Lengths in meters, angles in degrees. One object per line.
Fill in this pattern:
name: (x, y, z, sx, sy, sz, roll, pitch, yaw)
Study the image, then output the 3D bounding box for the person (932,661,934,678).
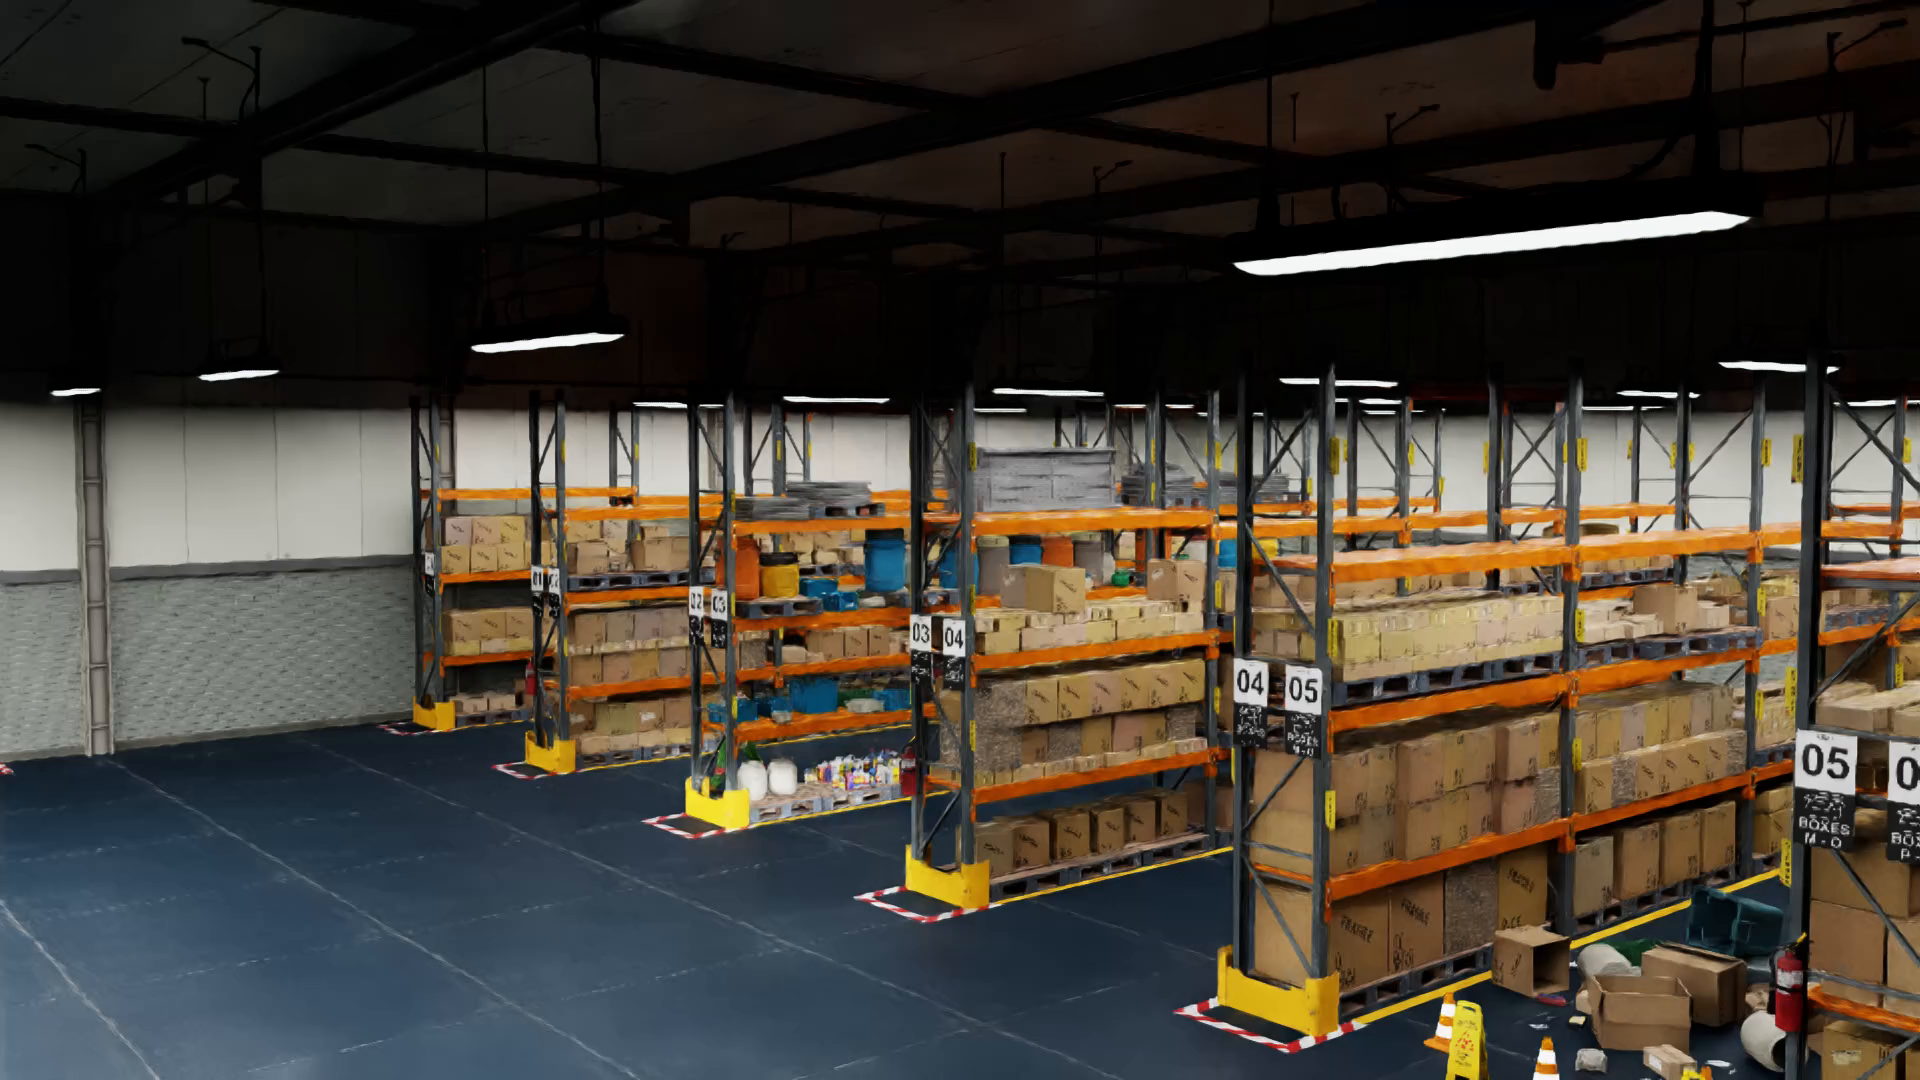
person: (-0.714, 2.219, 35.491, 0.452, 1.679, 0.536, 2, 4, 30)

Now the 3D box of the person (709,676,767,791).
person: (-3.317, 2.845, 24.584, 1.128, 1.709, 0.550, -3, 4, -41)
